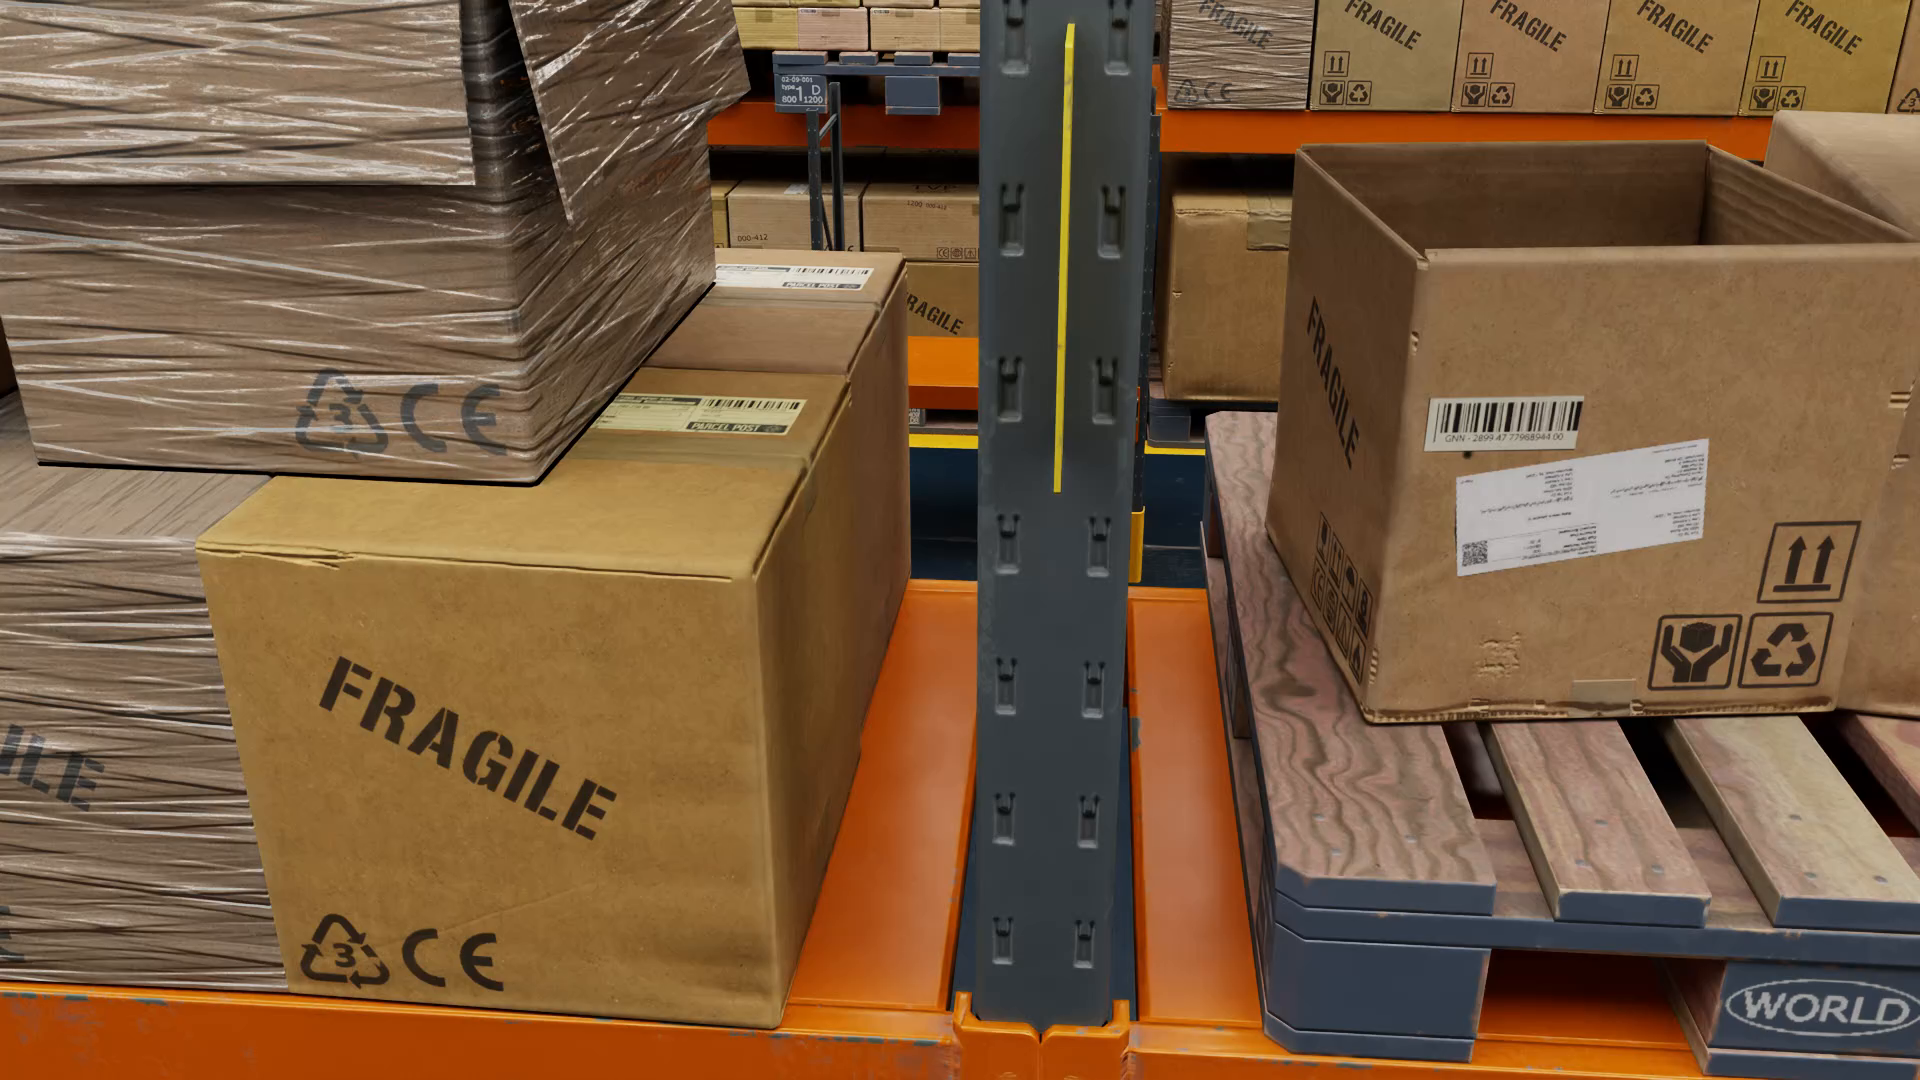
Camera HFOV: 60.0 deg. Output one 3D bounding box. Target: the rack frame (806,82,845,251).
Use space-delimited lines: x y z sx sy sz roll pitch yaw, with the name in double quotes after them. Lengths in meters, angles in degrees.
-0.422 -0.695 5.466 0.032 1.500 0.500 2 25 4 "rack frame"

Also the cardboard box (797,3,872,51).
-0.435 -1.889 6.065 0.250 0.149 0.380 2 25 5 "cardboard box"

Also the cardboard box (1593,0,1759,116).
2.529 -1.841 6.044 0.500 0.500 0.500 2 25 3 "cardboard box"

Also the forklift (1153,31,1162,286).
2.069 -2.740 8.198 3.031 2.935 1.130 1 25 2 "forklift"

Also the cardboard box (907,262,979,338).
-0.081 -0.939 6.689 0.500 0.500 0.500 2 25 4 "cardboard box"

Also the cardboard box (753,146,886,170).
-0.579 -1.506 7.026 0.500 0.250 0.500 2 25 3 "cardboard box"

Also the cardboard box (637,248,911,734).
-0.349 -0.082 2.219 0.500 0.500 0.500 3 25 6 "cardboard box"

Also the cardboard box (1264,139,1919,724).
0.657 -0.143 1.850 0.500 0.500 0.500 -1 25 -2 "cardboard box"

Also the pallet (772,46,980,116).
-0.123 -1.862 6.439 1.003 0.211 1.213 2 25 4 "pallet"

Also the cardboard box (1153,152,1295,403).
1.196 -1.083 6.704 0.750 0.750 1.050 2 25 3 "cardboard box"

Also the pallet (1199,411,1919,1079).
0.834 0.158 2.047 1.003 0.211 1.213 2 25 4 "pallet"

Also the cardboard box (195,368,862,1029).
-0.396 0.135 1.749 0.500 0.500 0.500 3 25 6 "cardboard box"

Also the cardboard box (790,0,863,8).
-0.461 -2.024 6.003 0.250 0.149 0.380 2 25 5 "cardboard box"

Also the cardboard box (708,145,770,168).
-1.071 -1.527 7.072 0.500 0.250 0.500 2 25 4 "cardboard box"

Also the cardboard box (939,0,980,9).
0.068 -2.009 5.970 0.250 0.149 0.380 2 25 5 "cardboard box"

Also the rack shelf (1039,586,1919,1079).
2.109 0.484 1.971 4.000 0.370 1.077 2 25 4 "rack shelf"

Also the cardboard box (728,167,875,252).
-0.611 -1.291 6.559 0.500 0.250 0.500 2 25 5 "cardboard box"

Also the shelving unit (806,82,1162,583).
0.076 -0.679 5.431 1.083 1.500 0.587 2 25 4 "shelving unit"

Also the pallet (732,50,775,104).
-1.381 -1.930 6.586 1.213 0.211 1.003 2 25 4 "pallet"

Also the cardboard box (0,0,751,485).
-0.613 -0.438 1.795 0.637 0.503 0.797 3 25 6 "cardboard box"

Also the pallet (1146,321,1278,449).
1.376 -0.648 6.905 1.213 0.211 1.003 2 25 4 "pallet"

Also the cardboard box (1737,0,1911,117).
3.035 -1.826 6.011 0.500 0.500 0.500 2 25 5 "cardboard box"

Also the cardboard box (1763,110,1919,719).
1.221 -0.167 1.902 0.500 0.500 0.700 5 25 12 "cardboard box"

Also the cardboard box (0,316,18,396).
-1.262 -0.460 1.843 0.637 0.503 0.797 2 25 5 "cardboard box"

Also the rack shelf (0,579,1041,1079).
-1.879 0.356 2.249 4.000 0.370 1.077 2 25 4 "rack shelf"

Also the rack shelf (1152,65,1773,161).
2.590 -1.580 6.457 4.000 0.370 1.077 2 25 4 "rack shelf"

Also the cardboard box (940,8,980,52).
0.069 -1.872 6.028 0.250 0.149 0.380 2 25 5 "cardboard box"

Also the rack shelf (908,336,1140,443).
0.085 -0.515 5.506 1.000 0.185 0.538 2 25 4 "rack shelf"

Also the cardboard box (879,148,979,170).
-0.073 -1.490 6.991 0.500 0.250 0.500 1 25 2 "cardboard box"

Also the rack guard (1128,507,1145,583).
0.573 -0.095 5.658 0.087 0.250 0.587 2 25 4 "rack guard"

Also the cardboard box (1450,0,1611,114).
2.033 -1.858 6.081 0.500 0.500 0.500 2 25 4 "cardboard box"

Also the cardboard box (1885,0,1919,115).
3.539 -1.810 5.976 0.500 0.500 0.500 2 25 3 "cardboard box"

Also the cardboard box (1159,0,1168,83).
1.065 -2.114 6.636 0.500 0.500 0.500 2 25 4 "cardboard box"

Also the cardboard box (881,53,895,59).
-0.697 -3.350 11.482 0.875 0.875 0.875 2 25 5 "cardboard box"

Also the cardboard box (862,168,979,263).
-0.106 -1.280 6.534 0.500 0.250 0.500 1 25 3 "cardboard box"

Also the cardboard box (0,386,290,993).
-0.892 0.116 1.789 0.500 0.500 0.500 2 25 4 "cardboard box"

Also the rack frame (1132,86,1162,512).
0.592 -0.662 5.395 0.032 1.500 0.500 2 25 4 "rack frame"

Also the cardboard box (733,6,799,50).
-0.684 -1.898 6.085 0.250 0.149 0.380 2 25 3 "cardboard box"

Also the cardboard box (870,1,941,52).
-0.179 -1.881 6.047 0.250 0.149 0.380 2 25 4 "cardboard box"

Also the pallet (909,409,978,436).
-0.183 -0.730 7.084 1.213 0.211 1.003 2 25 4 "pallet"

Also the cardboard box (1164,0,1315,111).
1.023 -1.890 6.149 0.500 0.500 0.500 2 25 5 "cardboard box"

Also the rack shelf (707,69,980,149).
-1.398 -1.708 6.735 4.000 0.370 1.077 2 25 4 "rack shelf"

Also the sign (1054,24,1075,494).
0.076 -0.202 1.215 0.005 0.325 0.100 2 25 4 "sign"

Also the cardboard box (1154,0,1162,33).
1.871 -5.193 15.785 0.625 0.625 0.875 3 25 6 "cardboard box"

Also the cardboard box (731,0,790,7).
-0.710 -2.032 6.021 0.250 0.149 0.380 2 25 4 "cardboard box"

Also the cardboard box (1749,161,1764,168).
2.997 -1.027 6.582 0.750 0.750 1.050 2 25 4 "cardboard box"

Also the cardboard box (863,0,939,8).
-0.198 -2.017 5.987 0.250 0.149 0.380 3 25 6 "cardboard box"

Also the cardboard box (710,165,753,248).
-1.116 -1.314 6.608 0.500 0.250 0.500 2 25 5 "cardboard box"

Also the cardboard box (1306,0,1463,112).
1.530 -1.875 6.116 0.500 0.500 0.500 2 25 3 "cardboard box"
